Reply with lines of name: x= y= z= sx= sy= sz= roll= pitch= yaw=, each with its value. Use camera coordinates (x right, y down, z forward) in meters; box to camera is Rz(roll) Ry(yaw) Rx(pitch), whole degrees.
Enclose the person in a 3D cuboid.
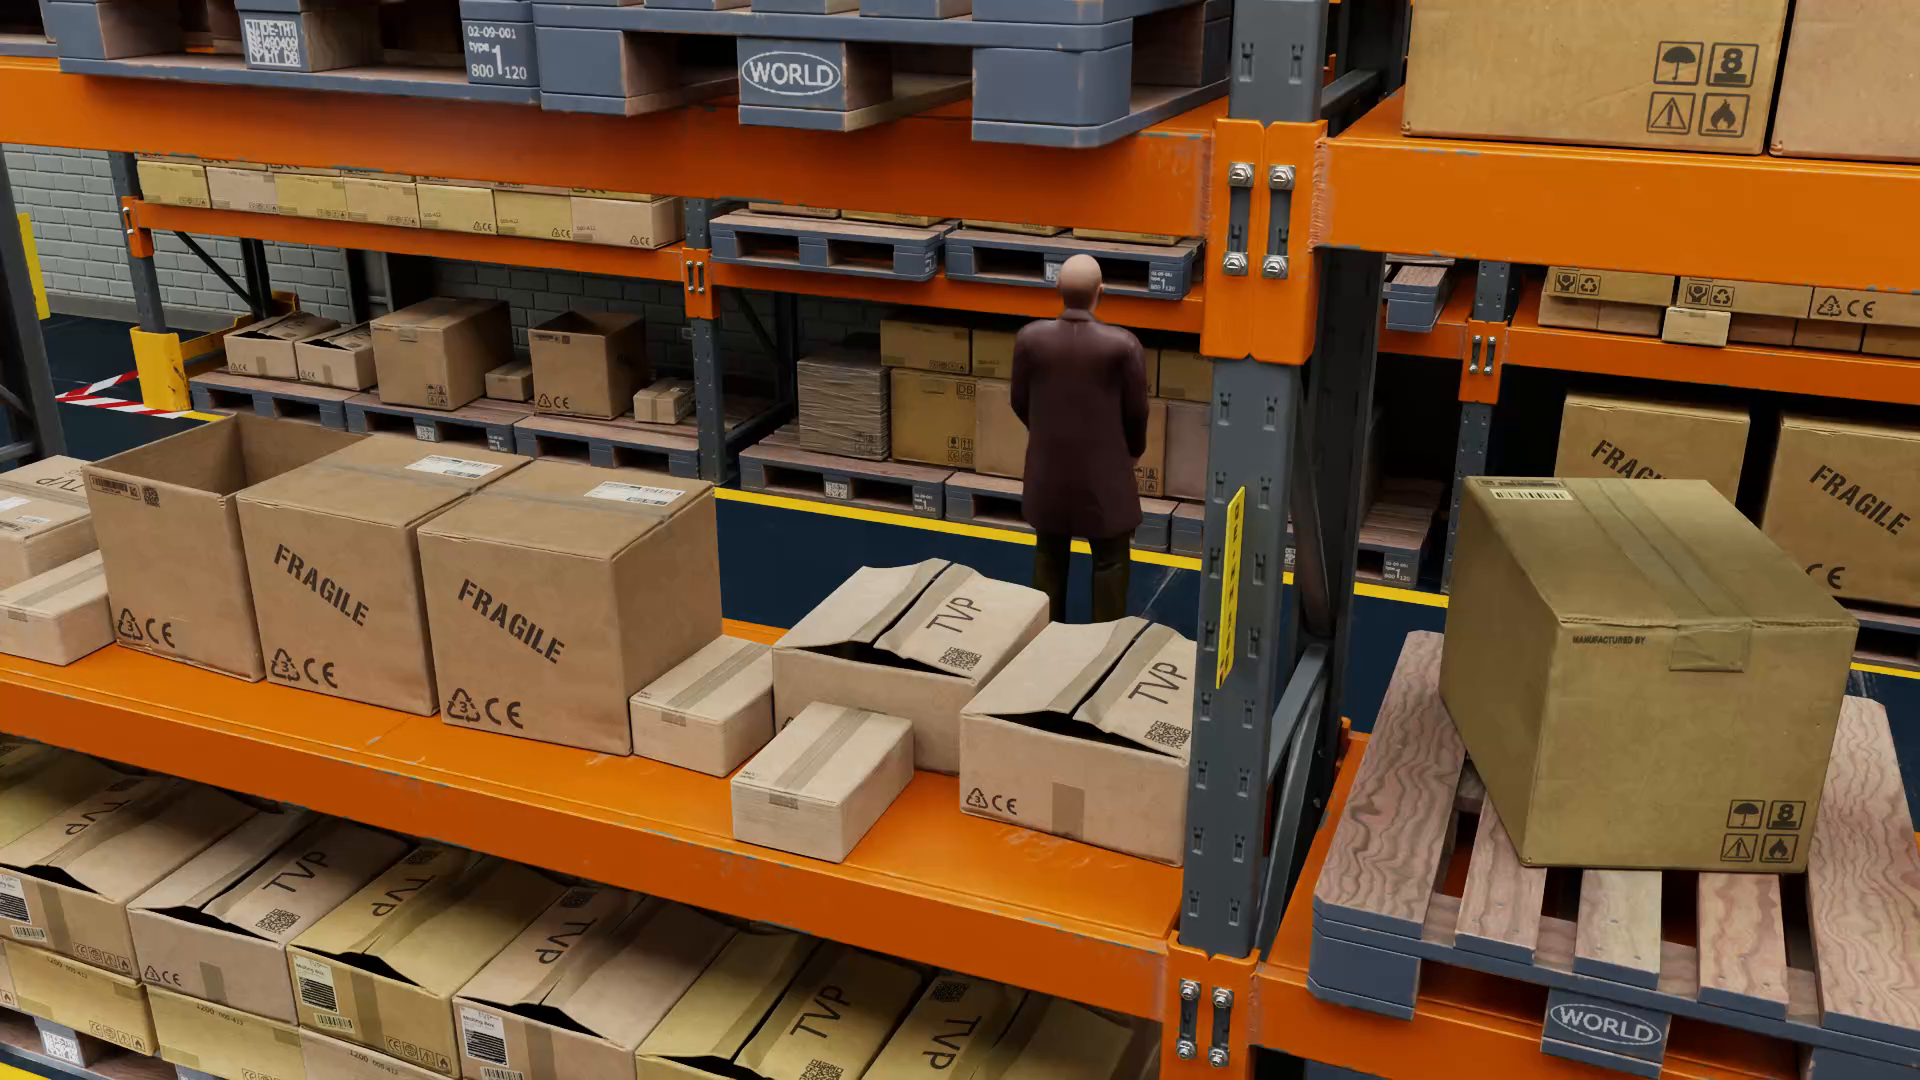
person: x=0.504 y=-0.300 z=6.841 sx=0.575 sy=1.782 sz=0.467 roll=8 pitch=23 yaw=19
